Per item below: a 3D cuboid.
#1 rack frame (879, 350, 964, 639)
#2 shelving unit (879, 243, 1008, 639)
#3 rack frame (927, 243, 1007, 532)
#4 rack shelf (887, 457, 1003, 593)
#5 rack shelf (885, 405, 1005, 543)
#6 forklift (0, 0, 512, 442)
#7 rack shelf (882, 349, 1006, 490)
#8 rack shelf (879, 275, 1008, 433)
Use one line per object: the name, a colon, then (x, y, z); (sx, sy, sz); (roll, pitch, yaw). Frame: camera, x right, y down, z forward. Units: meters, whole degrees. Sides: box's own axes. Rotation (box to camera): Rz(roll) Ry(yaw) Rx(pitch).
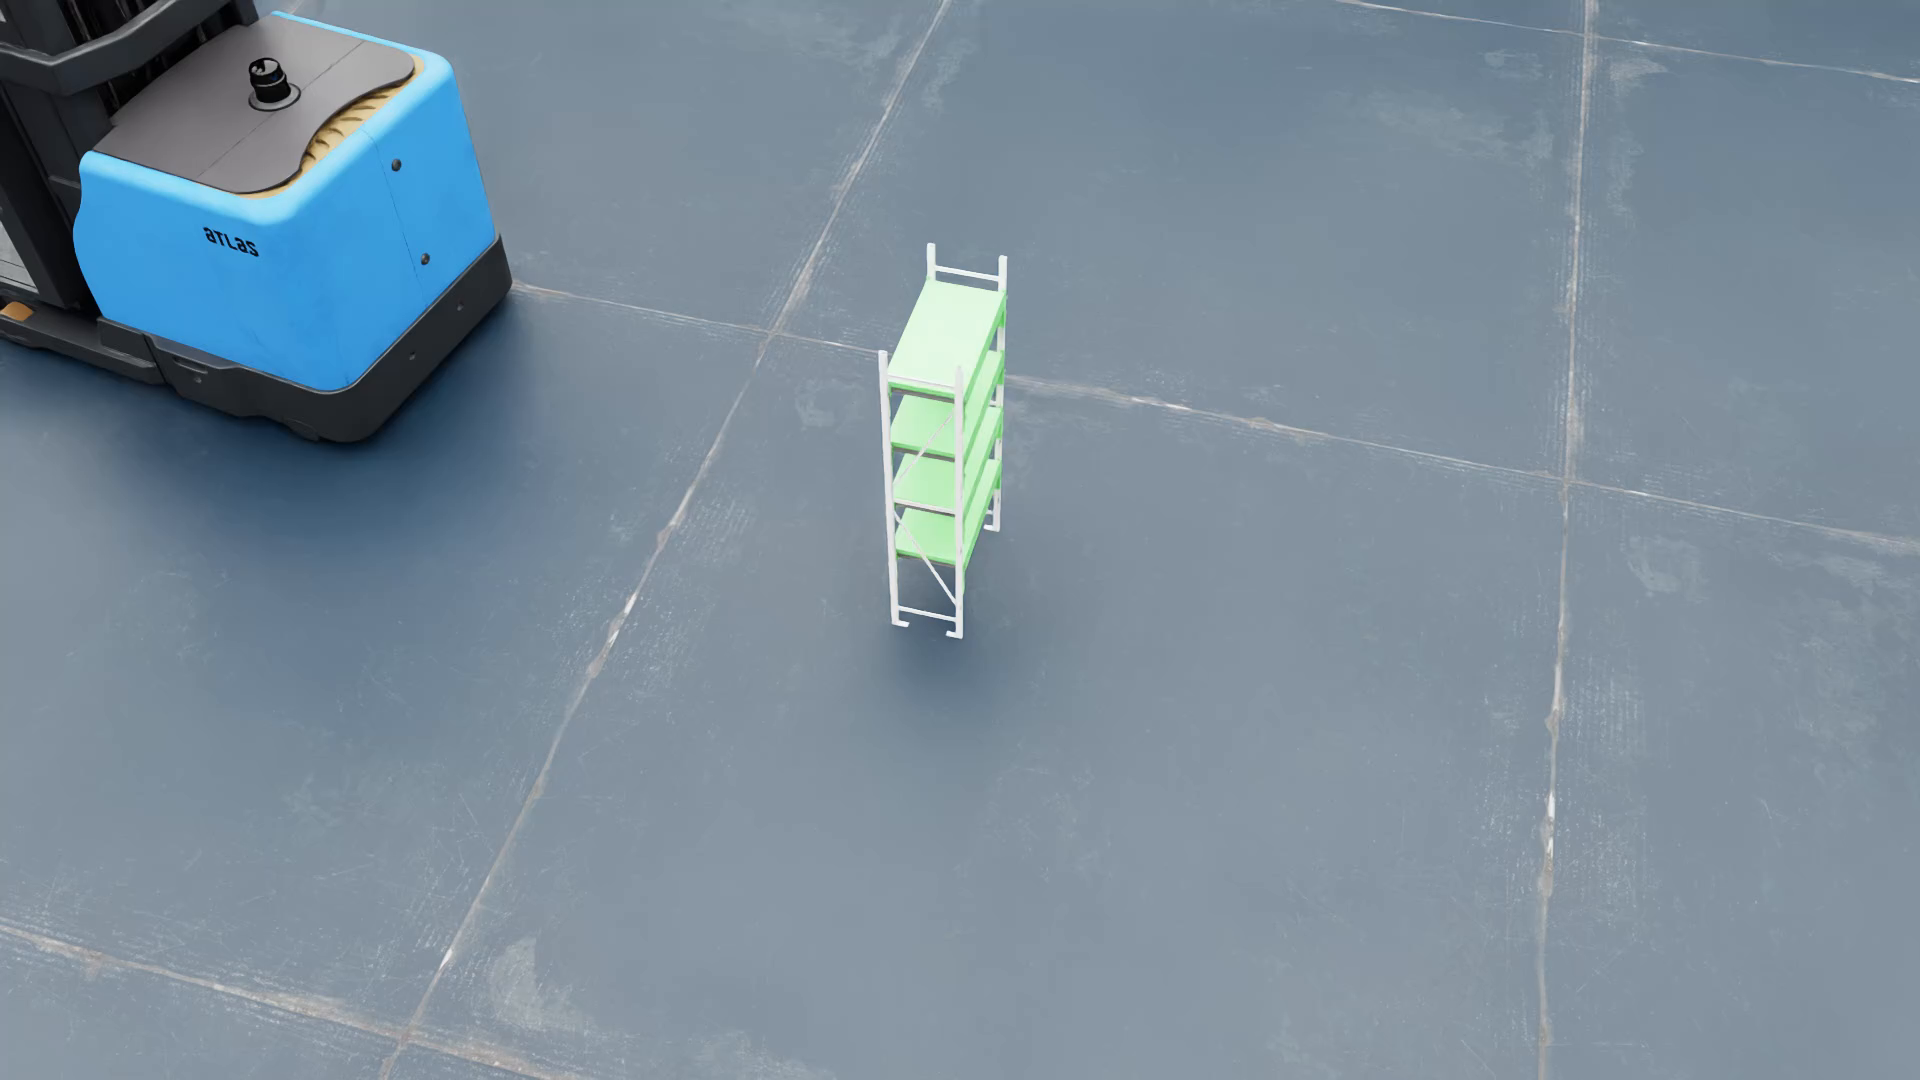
rack frame: (-0.108, -0.101, 5.039); (0.240, 1.200, 0.015); (12, 50, 10)
shelving unit: (-0.044, -0.277, 5.194); (0.258, 1.200, 0.503); (12, 50, 10)
rack frame: (0.021, -0.454, 5.350); (0.240, 1.200, 0.015); (12, 50, 10)
rack shelf: (-0.044, -0.076, 5.422); (0.258, 0.148, 0.480); (12, 50, 10)
rack shelf: (-0.044, -0.235, 5.242); (0.258, 0.148, 0.480); (12, 50, 10)
forklift: (-3.325, -2.062, 5.615); (3.031, 2.935, 1.130); (18, 51, 15)
rack shelf: (-0.044, -0.394, 5.062); (0.258, 0.148, 0.480); (12, 50, 10)
rack shelf: (-0.044, -0.553, 4.883); (0.258, 0.148, 0.480); (12, 50, 10)
